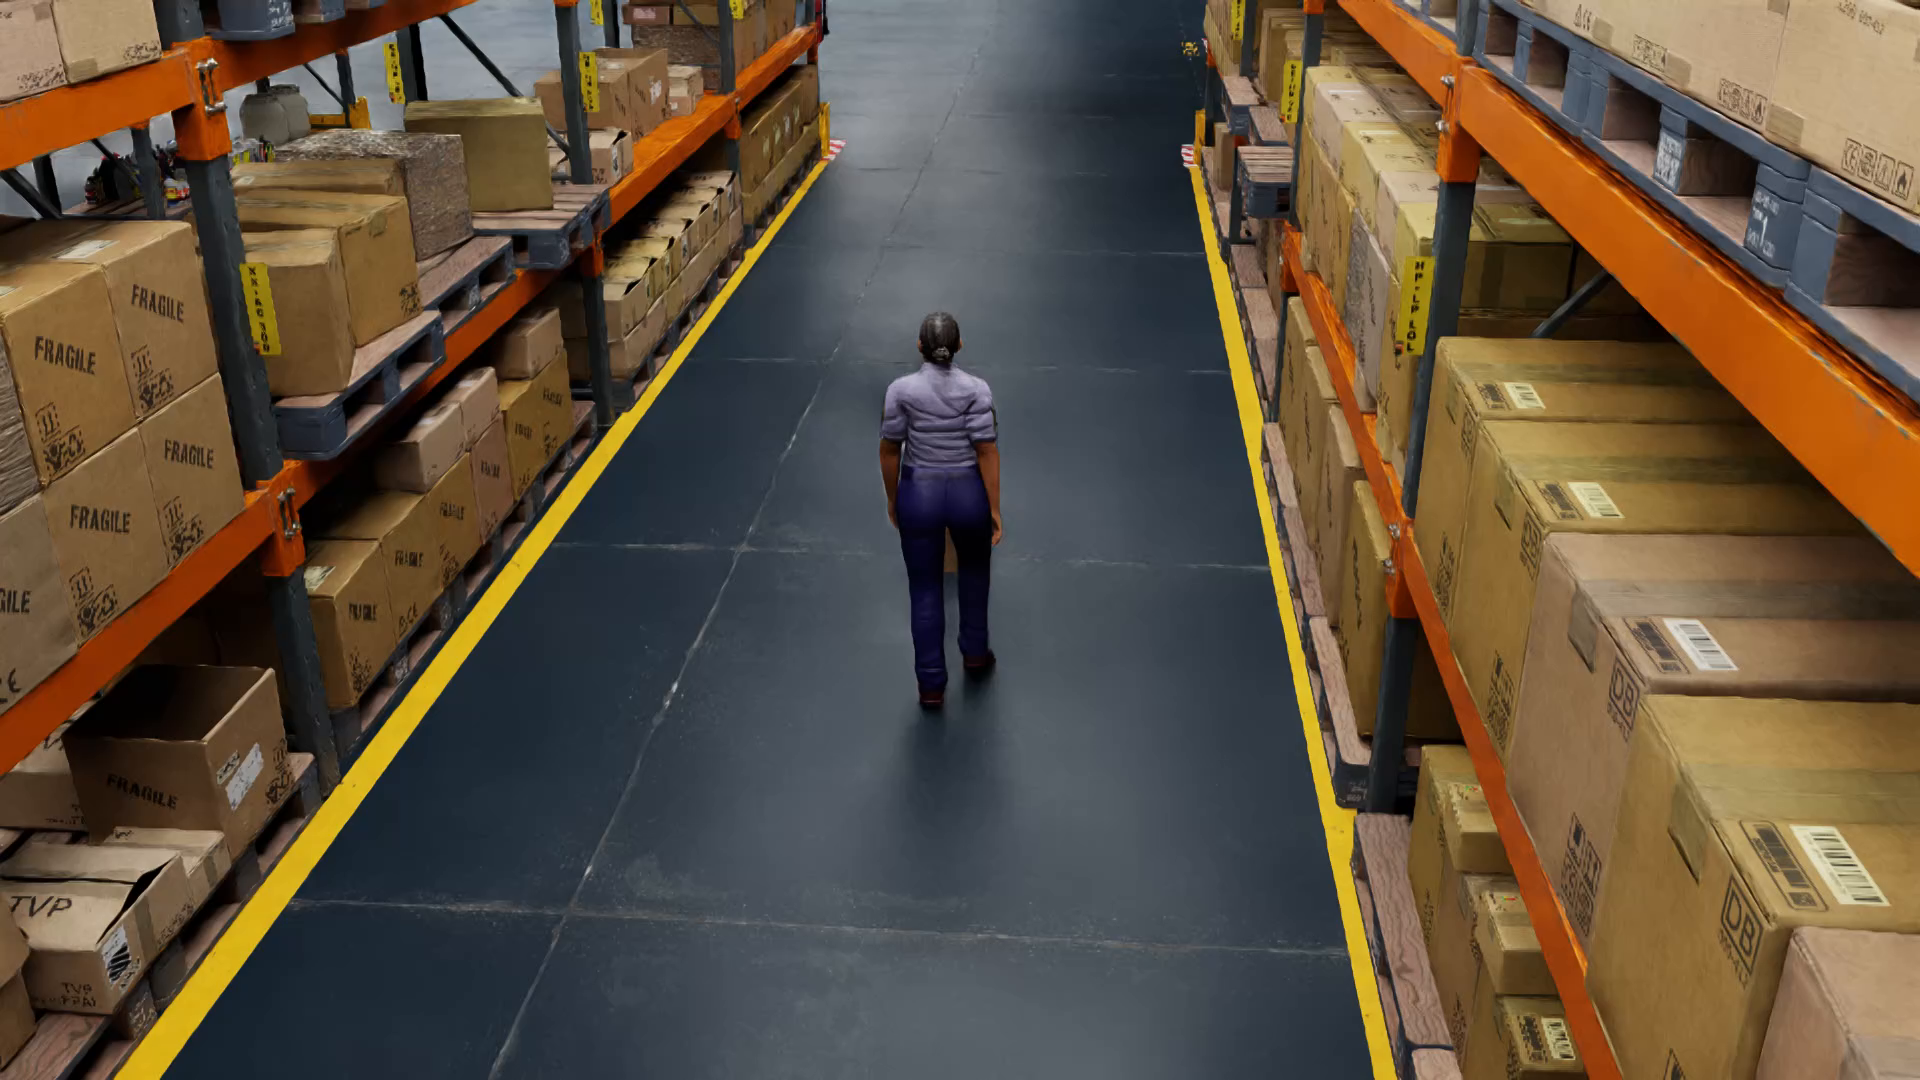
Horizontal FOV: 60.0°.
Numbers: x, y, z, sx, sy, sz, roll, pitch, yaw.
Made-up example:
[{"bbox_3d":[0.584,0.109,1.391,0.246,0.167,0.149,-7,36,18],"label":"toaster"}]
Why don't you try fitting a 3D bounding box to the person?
[{"bbox_3d":[-0.080,-0.120,6.918,0.501,1.666,0.552,-1,25,-2],"label":"person"}]
